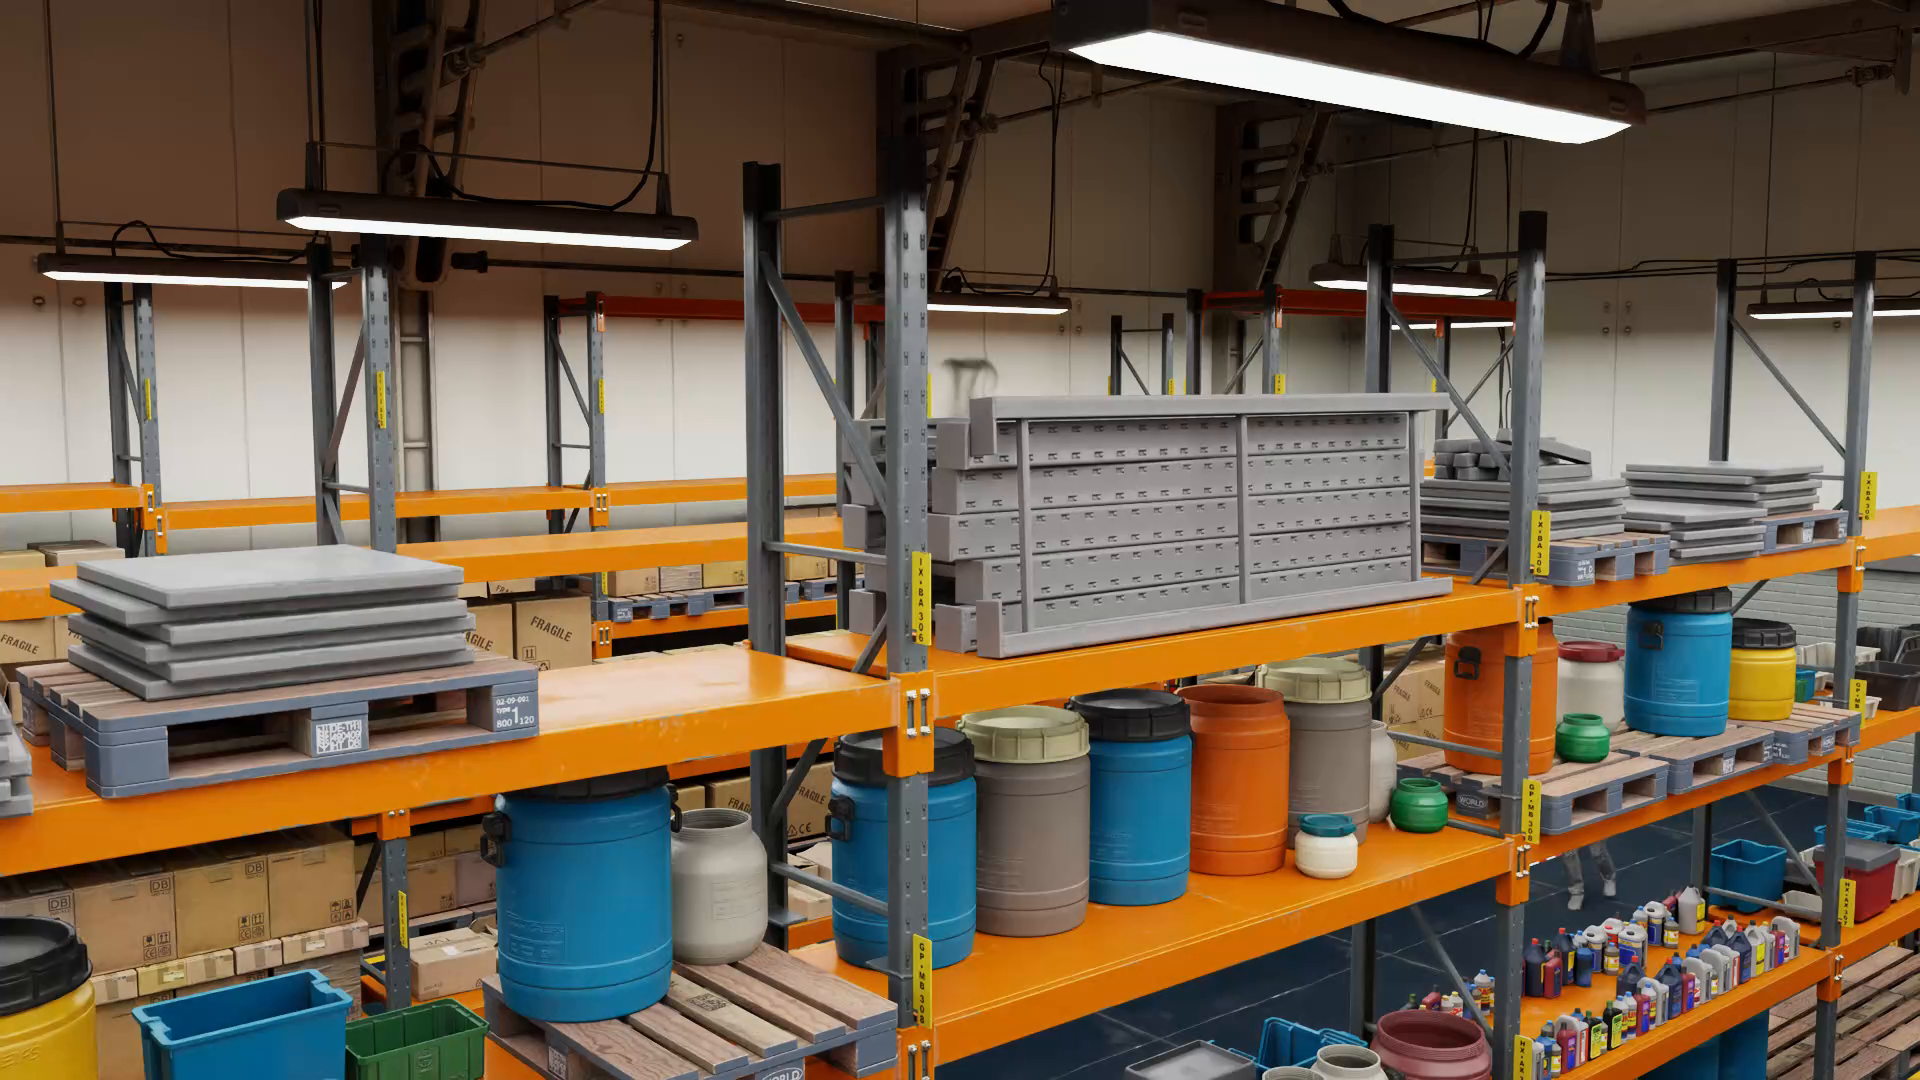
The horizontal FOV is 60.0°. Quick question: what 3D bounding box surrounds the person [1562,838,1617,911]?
[{"bbox_3d":[6.177,2.719,16.480,0.645,1.811,0.775,4,7,38],"label":"person"}]
